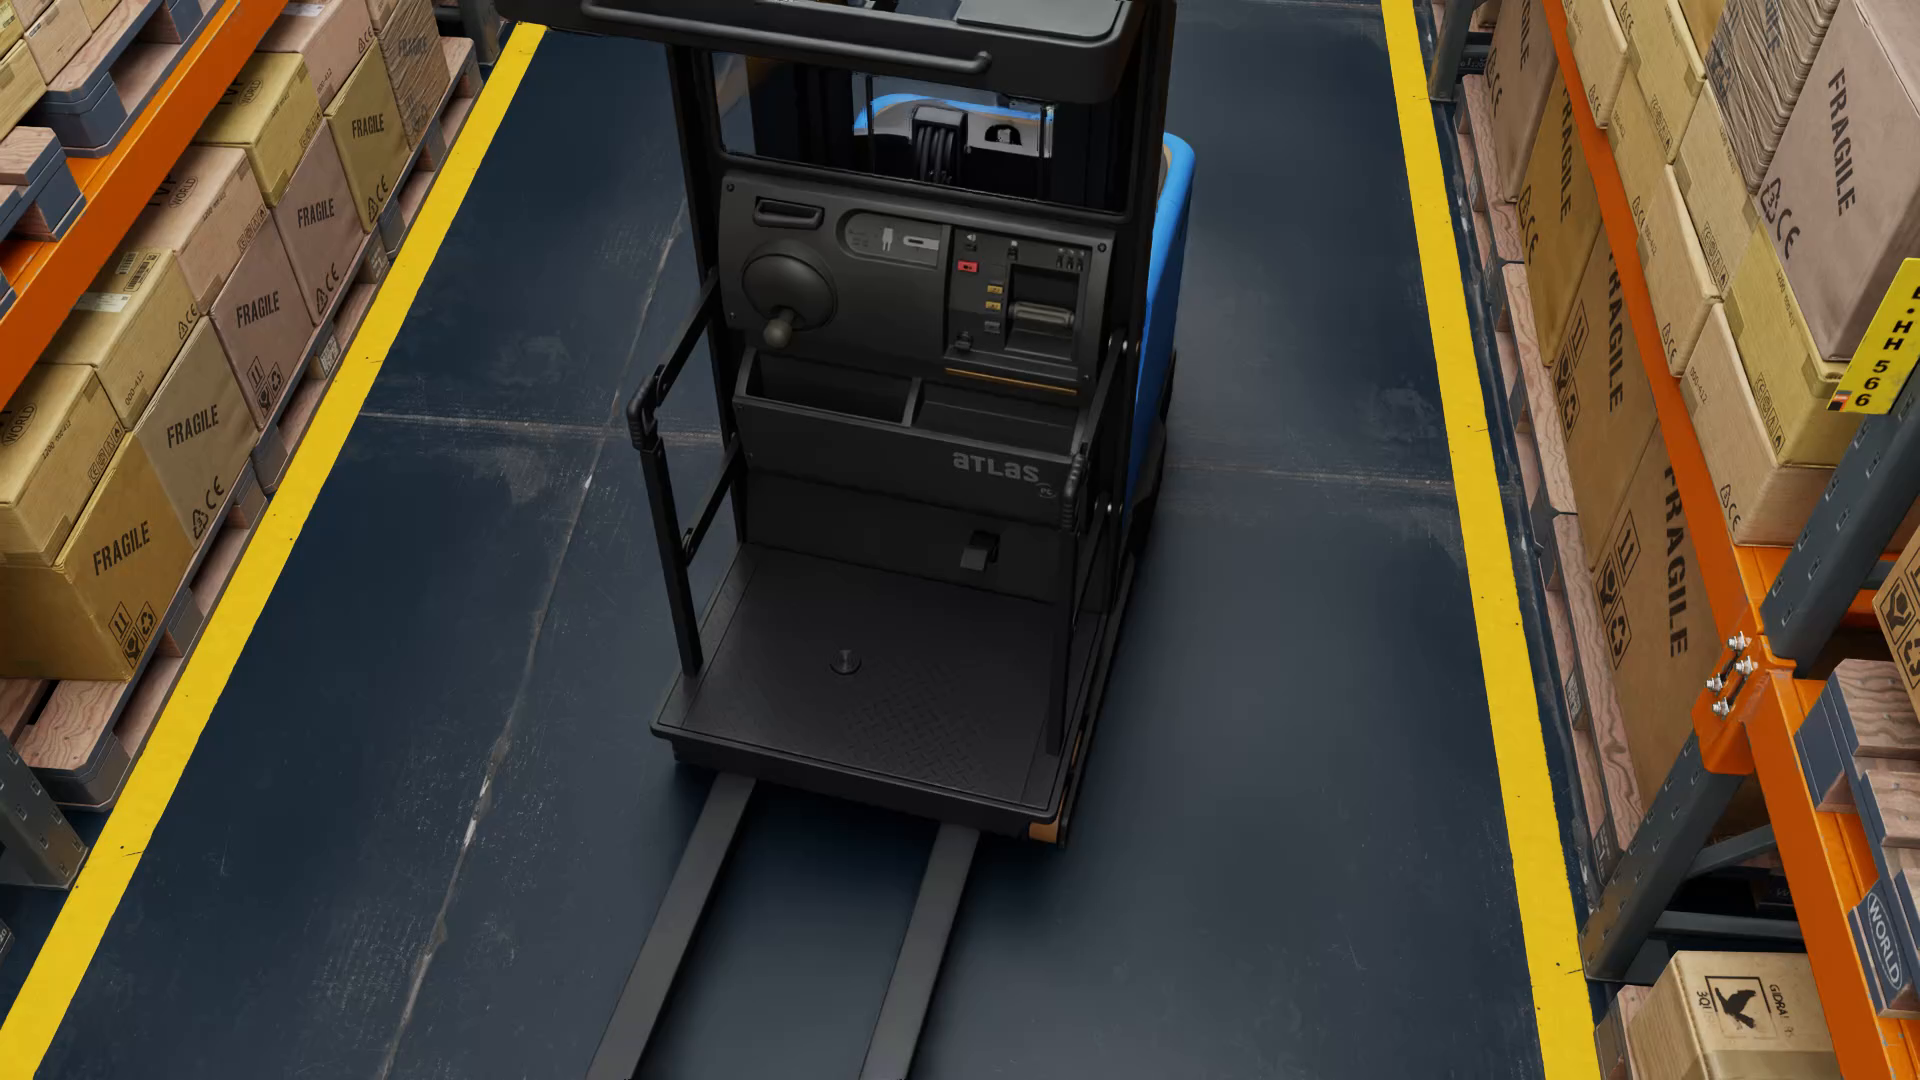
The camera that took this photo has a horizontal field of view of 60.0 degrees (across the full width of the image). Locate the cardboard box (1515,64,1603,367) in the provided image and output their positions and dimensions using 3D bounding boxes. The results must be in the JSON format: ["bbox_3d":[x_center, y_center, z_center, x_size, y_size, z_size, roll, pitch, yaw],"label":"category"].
[{"bbox_3d":[2.404,-1.143,5.418,0.875,0.875,0.875,5,48,5],"label":"cardboard box"}]

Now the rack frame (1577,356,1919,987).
[{"bbox_3d":[2.091,0.096,3.129,1.000,3.000,0.127,4,48,4],"label":"rack frame"}]

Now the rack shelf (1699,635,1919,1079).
[{"bbox_3d":[1.909,1.808,2.051,1.077,0.370,4.000,4,48,4],"label":"rack shelf"}]

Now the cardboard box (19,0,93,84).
[{"bbox_3d":[-2.512,-1.324,4.314,0.380,0.149,0.250,5,48,5],"label":"cardboard box"}]

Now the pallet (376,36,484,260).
[{"bbox_3d":[-2.553,-1.589,6.560,1.003,0.211,1.213,4,48,4],"label":"pallet"}]

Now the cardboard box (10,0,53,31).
[{"bbox_3d":[-2.514,-1.426,4.205,0.380,0.149,0.250,4,48,4],"label":"cardboard box"}]

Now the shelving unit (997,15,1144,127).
[{"bbox_3d":[0.409,-1.366,5.481,0.431,1.500,0.755,12,48,11],"label":"shelving unit"}]

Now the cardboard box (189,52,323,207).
[{"bbox_3d":[-2.393,-1.323,5.328,0.500,0.250,0.500,2,48,2],"label":"cardboard box"}]

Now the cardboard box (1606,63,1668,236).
[{"bbox_3d":[1.971,-0.988,4.222,0.500,0.250,0.500,3,48,3],"label":"cardboard box"}]

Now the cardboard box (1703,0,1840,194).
[{"bbox_3d":[1.916,-1.050,3.432,0.500,0.500,0.500,5,48,4],"label":"cardboard box"}]

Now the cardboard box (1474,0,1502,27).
[{"bbox_3d":[2.620,-2.575,7.024,0.875,0.438,0.875,3,48,3],"label":"cardboard box"}]

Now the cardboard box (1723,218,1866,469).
[{"bbox_3d":[1.882,-0.395,3.341,0.500,0.250,0.500,4,48,3],"label":"cardboard box"}]

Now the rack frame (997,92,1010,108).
[{"bbox_3d":[0.308,-1.107,5.243,0.400,1.500,0.023,12,48,11],"label":"rack frame"}]

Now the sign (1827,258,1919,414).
[{"bbox_3d":[1.538,-0.330,2.734,0.100,0.325,0.005,4,48,4],"label":"sign"}]

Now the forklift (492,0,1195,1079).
[{"bbox_3d":[-0.167,-0.497,3.719,1.130,2.935,3.031,11,49,10],"label":"forklift"}]

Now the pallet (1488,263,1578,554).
[{"bbox_3d":[2.352,-0.431,5.501,1.003,0.211,1.213,4,48,4],"label":"pallet"}]

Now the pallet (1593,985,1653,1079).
[{"bbox_3d":[2.018,1.611,3.633,1.003,0.211,1.213,4,48,4],"label":"pallet"}]

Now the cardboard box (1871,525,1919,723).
[{"bbox_3d":[1.819,0.135,2.540,0.500,0.500,0.500,3,48,2],"label":"cardboard box"}]

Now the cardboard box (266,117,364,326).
[{"bbox_3d":[-2.398,-1.086,5.620,0.500,0.500,0.500,3,48,3],"label":"cardboard box"}]

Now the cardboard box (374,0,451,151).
[{"bbox_3d":[-2.300,-1.839,6.309,0.500,0.500,0.500,3,48,3],"label":"cardboard box"}]

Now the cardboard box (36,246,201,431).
[{"bbox_3d":[-2.498,-0.577,4.646,0.500,0.250,0.500,3,48,3],"label":"cardboard box"}]

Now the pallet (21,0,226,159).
[{"bbox_3d":[-2.708,-1.555,4.770,1.003,0.211,1.213,4,48,4],"label":"pallet"}]

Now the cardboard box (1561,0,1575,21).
[{"bbox_3d":[2.044,-1.731,4.902,0.500,0.250,0.500,4,48,3],"label":"cardboard box"}]

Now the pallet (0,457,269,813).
[{"bbox_3d":[-2.775,0.204,4.920,1.003,0.211,1.213,4,48,4],"label":"pallet"}]

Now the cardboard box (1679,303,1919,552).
[{"bbox_3d":[1.878,-0.242,3.541,0.500,0.250,0.500,2,48,2],"label":"cardboard box"}]

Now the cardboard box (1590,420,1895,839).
[{"bbox_3d":[2.237,0.169,4.218,0.875,0.875,0.875,3,48,3],"label":"cardboard box"}]

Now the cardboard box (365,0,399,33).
[{"bbox_3d":[-2.299,-2.089,6.029,0.500,0.250,0.500,3,48,2],"label":"cardboard box"}]

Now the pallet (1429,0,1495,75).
[{"bbox_3d":[2.603,-2.456,7.353,1.003,0.211,1.213,4,48,4],"label":"pallet"}]

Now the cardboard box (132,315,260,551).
[{"bbox_3d":[-2.487,-0.333,4.931,0.500,0.500,0.500,4,48,4],"label":"cardboard box"}]

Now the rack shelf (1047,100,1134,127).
[{"bbox_3d":[0.409,-1.145,5.721,0.431,0.370,0.720,12,48,11],"label":"rack shelf"}]

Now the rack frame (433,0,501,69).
[{"bbox_3d":[-2.483,-3.102,6.054,1.000,3.000,0.127,4,48,4],"label":"rack frame"}]

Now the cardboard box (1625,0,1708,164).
[{"bbox_3d":[1.951,-1.150,4.032,0.500,0.250,0.500,3,48,3],"label":"cardboard box"}]
